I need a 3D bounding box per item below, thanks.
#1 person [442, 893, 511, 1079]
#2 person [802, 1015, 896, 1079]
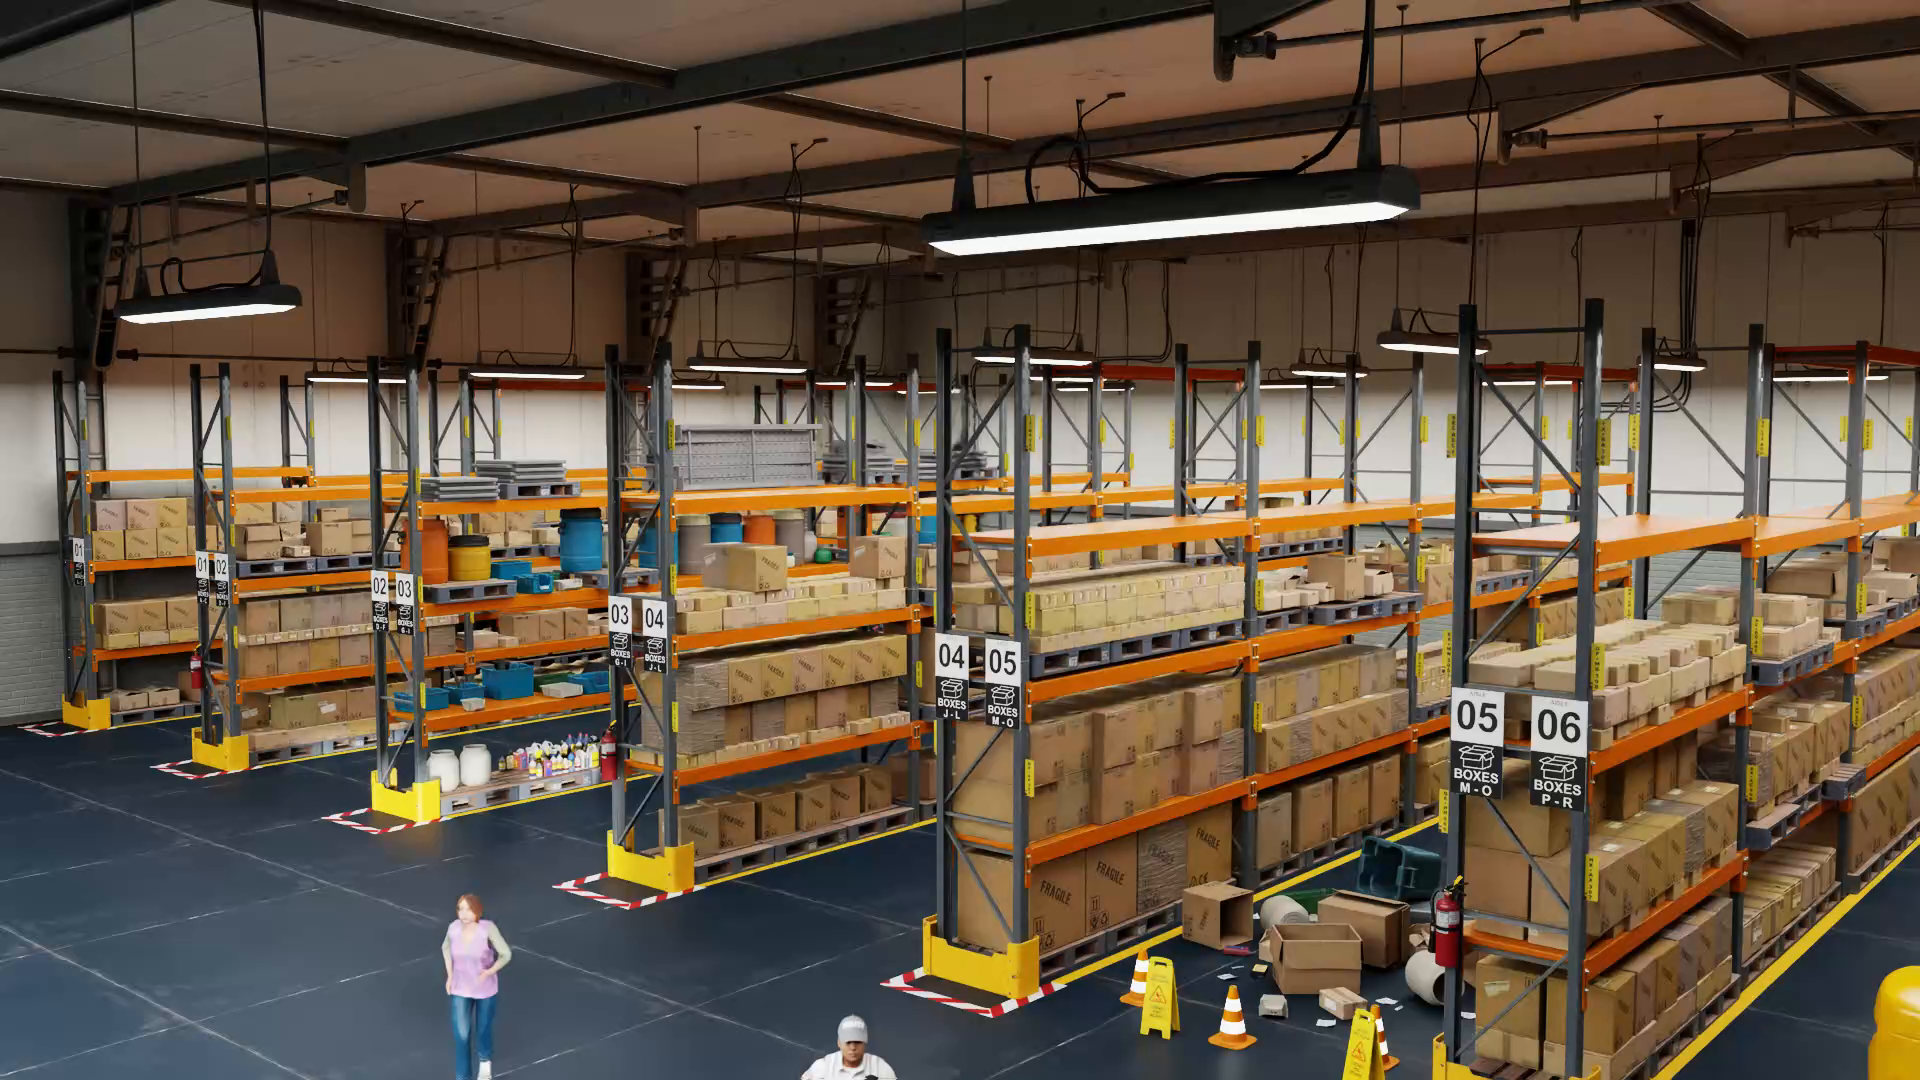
[{"bbox_3d":[-3.666,3.450,12.629,0.533,1.630,0.736,-1,4,-9],"label":"person"},{"bbox_3d":[-0.634,3.626,9.740,0.587,1.718,0.797,-1,4,-10],"label":"person"}]
